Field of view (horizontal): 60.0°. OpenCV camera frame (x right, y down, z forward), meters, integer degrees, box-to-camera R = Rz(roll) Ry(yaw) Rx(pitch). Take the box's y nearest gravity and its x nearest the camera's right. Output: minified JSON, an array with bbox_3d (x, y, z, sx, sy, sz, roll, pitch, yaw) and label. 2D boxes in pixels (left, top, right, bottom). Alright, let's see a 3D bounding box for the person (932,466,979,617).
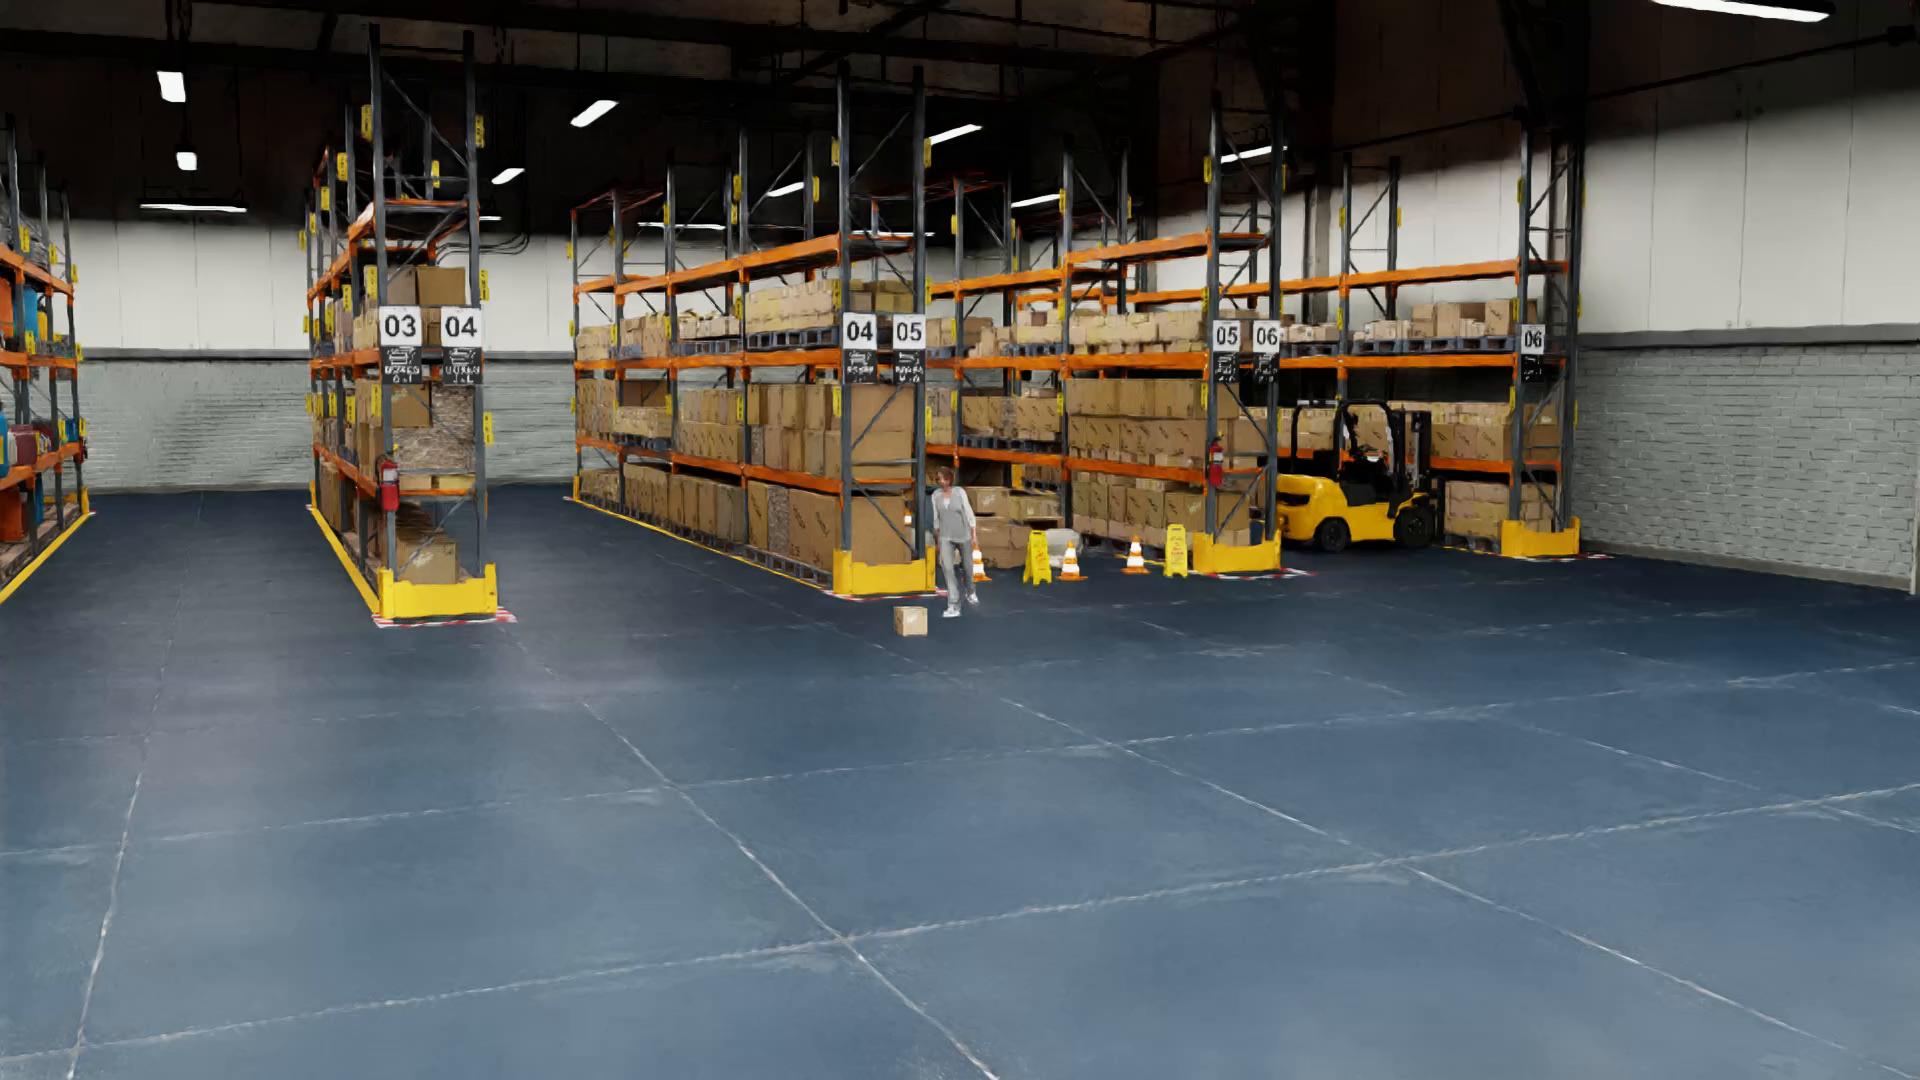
[{"bbox_3d":[-0.034,-0.008,17.377,0.504,1.541,0.920,1,6,14],"label":"person"}]
